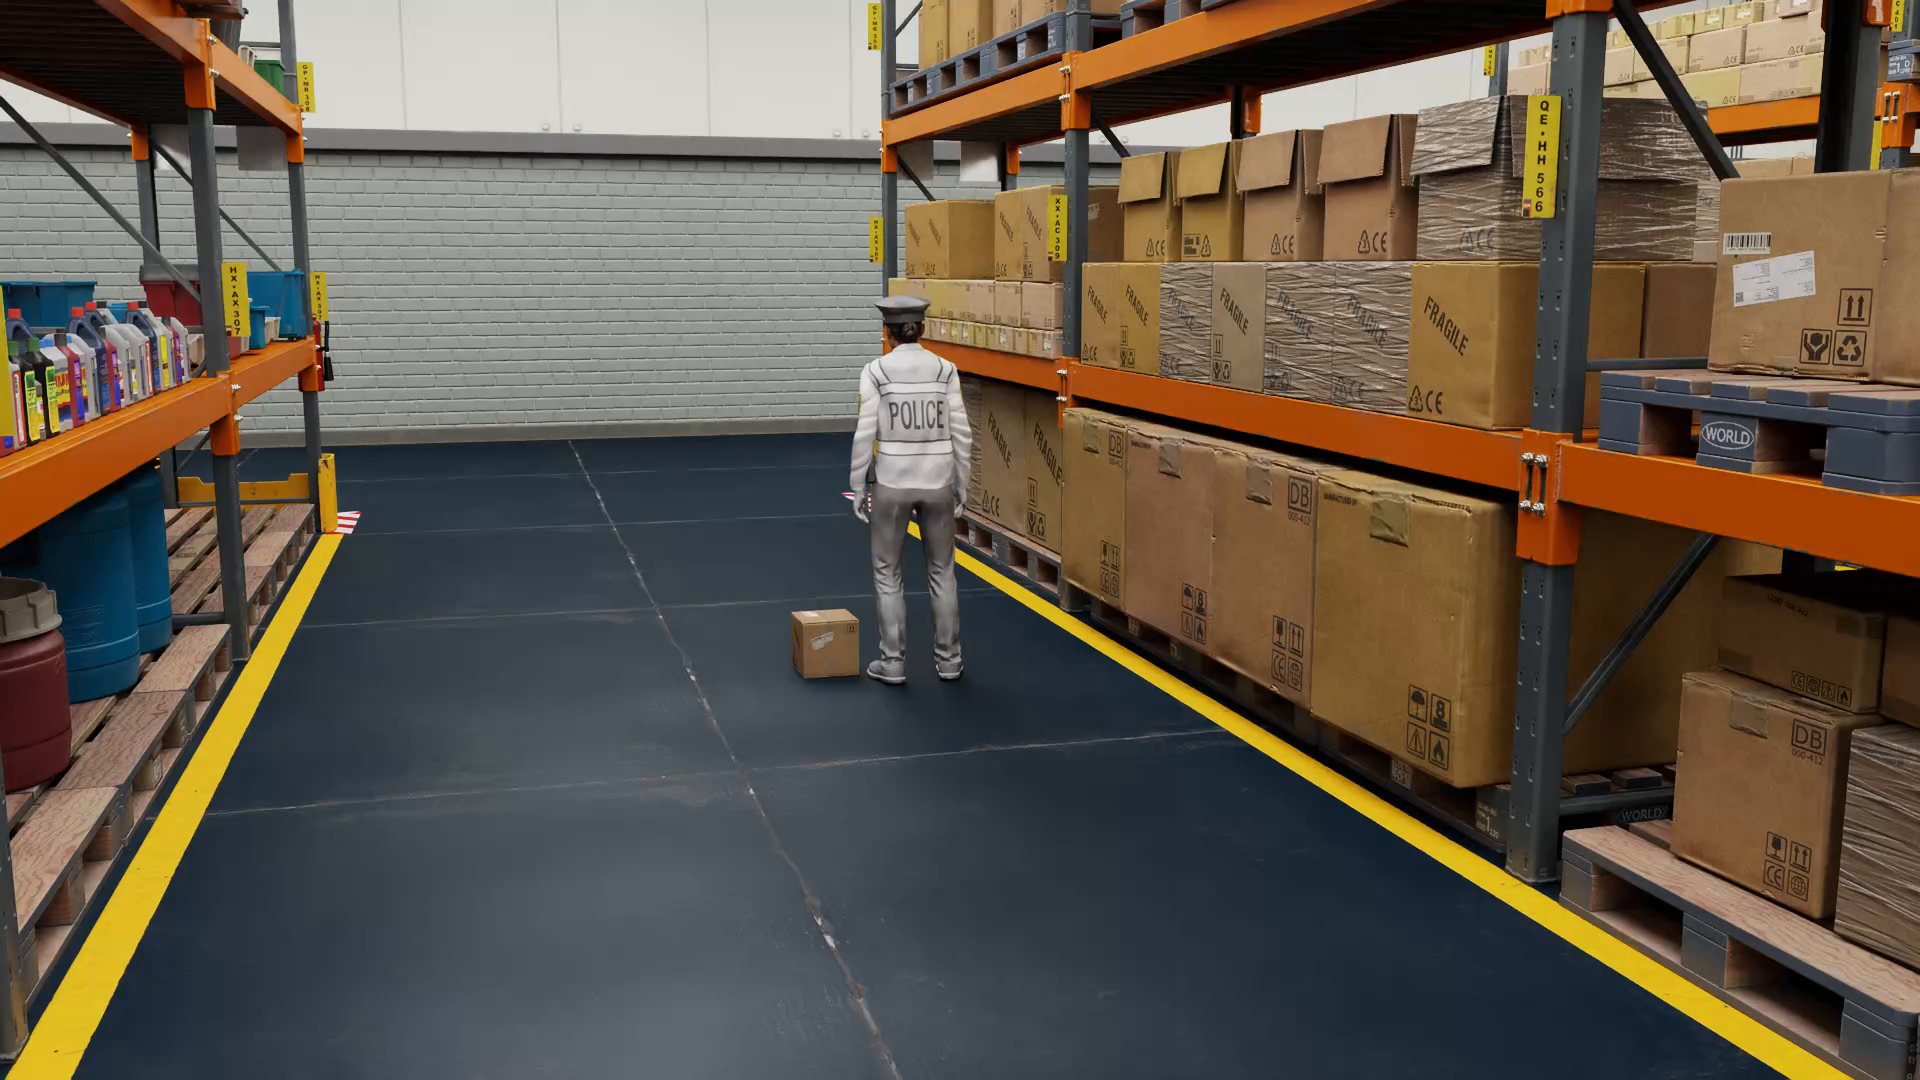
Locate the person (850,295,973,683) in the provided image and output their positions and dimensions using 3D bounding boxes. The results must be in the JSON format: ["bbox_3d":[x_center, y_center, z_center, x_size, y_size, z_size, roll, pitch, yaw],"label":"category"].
[{"bbox_3d":[-0.211,-0.214,7.163,0.529,1.663,0.374,-2,10,-14],"label":"person"}]
